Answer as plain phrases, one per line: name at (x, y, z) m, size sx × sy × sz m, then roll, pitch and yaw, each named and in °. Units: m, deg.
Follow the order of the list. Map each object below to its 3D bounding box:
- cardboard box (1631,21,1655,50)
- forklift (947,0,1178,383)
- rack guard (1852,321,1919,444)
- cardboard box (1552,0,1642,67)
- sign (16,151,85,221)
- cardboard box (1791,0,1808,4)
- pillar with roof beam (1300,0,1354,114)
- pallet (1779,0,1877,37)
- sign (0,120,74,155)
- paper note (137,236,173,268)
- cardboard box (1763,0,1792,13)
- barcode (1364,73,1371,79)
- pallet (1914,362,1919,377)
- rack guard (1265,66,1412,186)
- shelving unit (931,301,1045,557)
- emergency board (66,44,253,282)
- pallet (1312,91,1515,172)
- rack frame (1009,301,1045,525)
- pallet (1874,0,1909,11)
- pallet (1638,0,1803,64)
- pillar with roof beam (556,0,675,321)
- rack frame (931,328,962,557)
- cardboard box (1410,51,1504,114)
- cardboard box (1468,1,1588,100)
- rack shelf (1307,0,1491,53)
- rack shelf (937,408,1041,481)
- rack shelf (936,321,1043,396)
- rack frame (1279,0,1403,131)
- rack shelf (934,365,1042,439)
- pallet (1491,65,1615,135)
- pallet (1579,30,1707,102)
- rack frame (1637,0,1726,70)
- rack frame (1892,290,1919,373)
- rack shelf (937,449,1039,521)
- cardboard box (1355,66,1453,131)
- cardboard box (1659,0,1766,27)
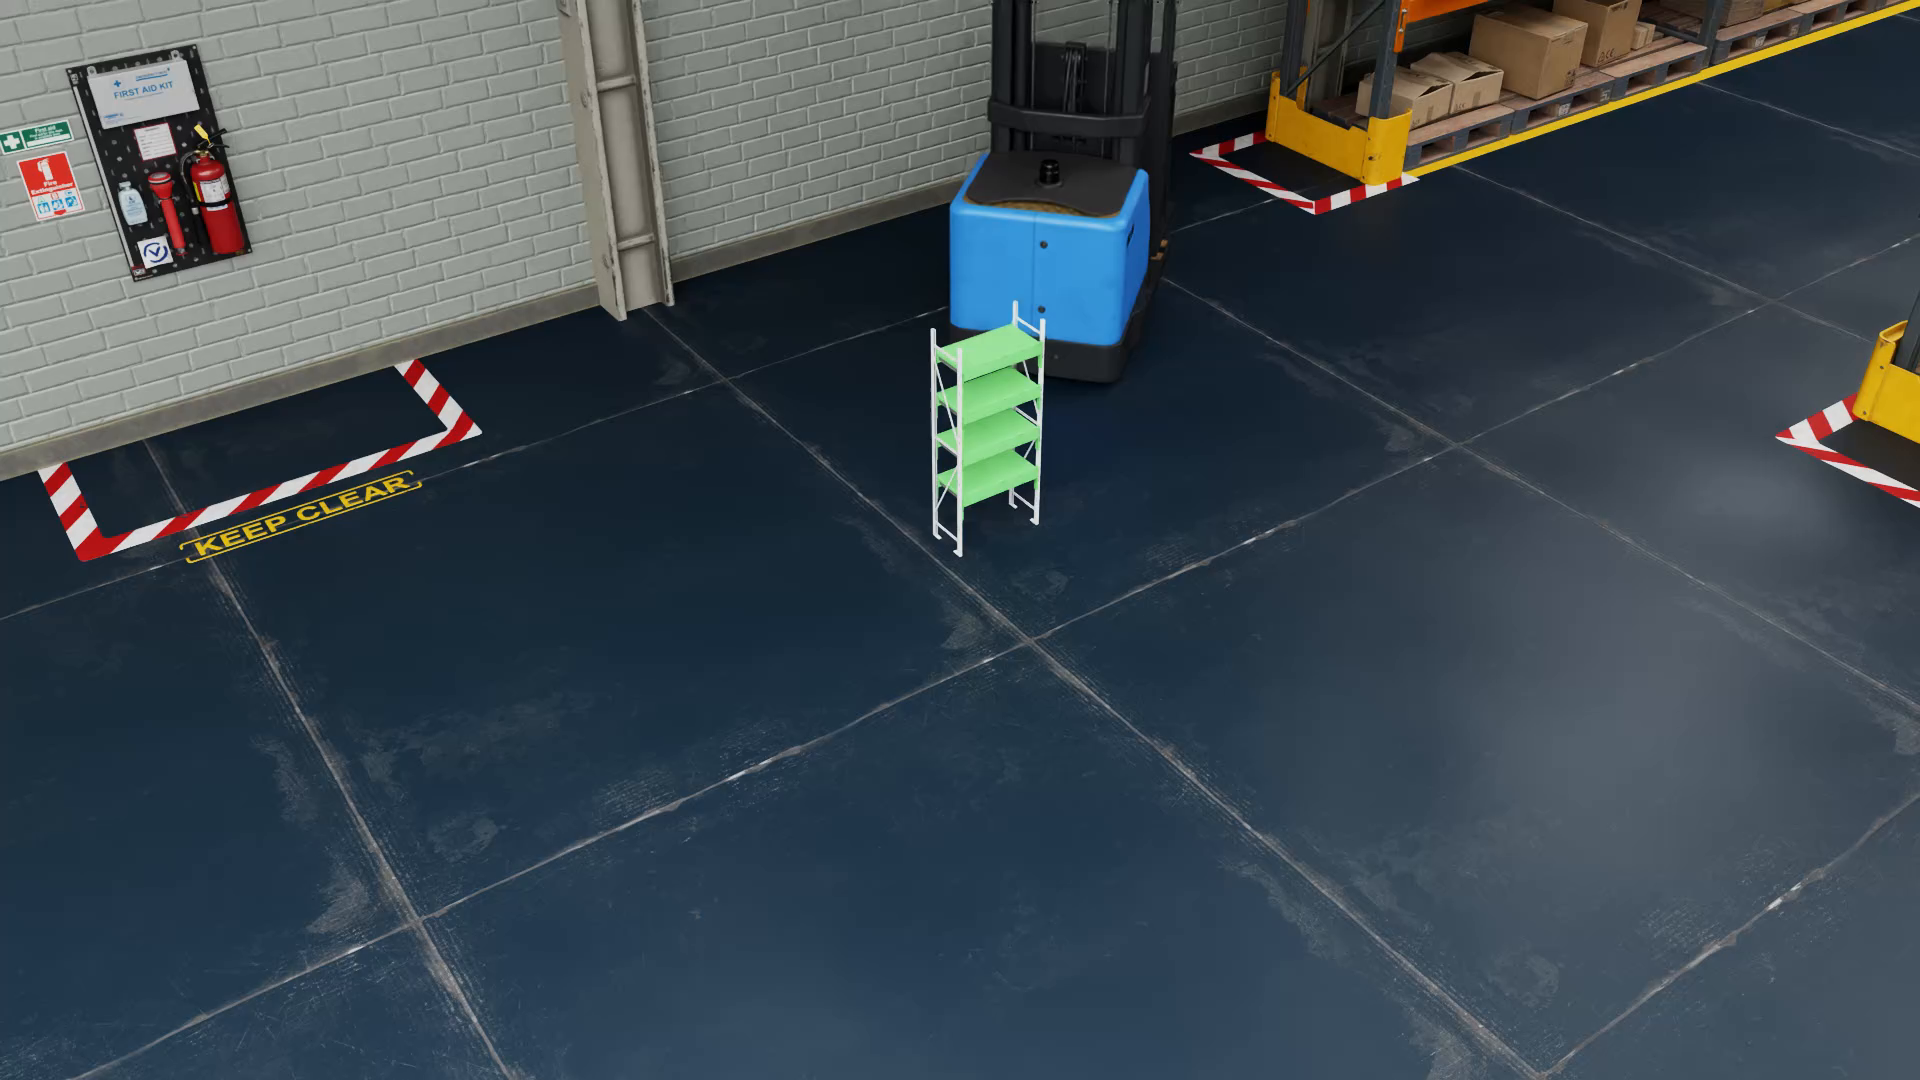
cardboard box at (5.606, -4.286, 14.004) m, size 0.250 × 0.166 × 0.380 m, roll -28°, pitch 44°, yaw -33°
forklift at (0.791, -2.969, 10.181) m, size 1.130 × 2.935 × 3.031 m, roll 9°, pitch 37°, yaw 12°
rack guard at (5.593, -0.721, 9.138) m, size 0.348 × 0.500 × 1.175 m, roll -22°, pitch 41°, yaw -28°
cardboard box at (5.200, -4.248, 13.665) m, size 0.500 × 0.500 × 0.500 m, roll -26°, pitch 43°, yaw -31°
sign at (-4.628, -1.802, 8.469) m, size 0.234 × 0.329 × 0.001 m, roll -22°, pitch 41°, yaw -28°
cardboard box at (7.452, -5.222, 15.019) m, size 0.500 × 0.500 × 0.700 m, roll -22°, pitch 41°, yaw -27°
pillar with roof beam at (5.310, -5.136, 7.997) m, size 0.400 × 9.000 × 9.100 m, roll -22°, pitch 41°, yaw -28°
pallet at (7.659, -4.995, 15.328) m, size 1.213 × 0.211 × 1.003 m, roll -22°, pitch 41°, yaw -28°
sign at (-4.619, -2.014, 8.310) m, size 0.331 × 0.109 × 0.001 m, roll -22°, pitch 41°, yaw -28°
paper note at (-4.301, -1.540, 8.890) m, size 0.142 × 0.148 × 0.016 m, roll -22°, pitch 41°, yaw -28°
cardboard box at (7.011, -5.069, 14.807) m, size 0.500 × 0.500 × 0.700 m, roll -23°, pitch 42°, yaw -29°
barcode at (3.158, -3.584, 12.896) m, size 0.075 × 0.075 × 0.001 m, roll -22°, pitch 41°, yaw -28°
pallet at (6.214, -0.889, 9.619) m, size 1.213 × 0.211 × 1.003 m, roll -22°, pitch 41°, yaw -28°
rack guard at (2.818, -3.118, 12.470) m, size 0.348 × 0.500 × 1.175 m, roll -22°, pitch 41°, yaw -28°
shelving unit at (0.135, -0.543, 8.290) m, size 0.503 × 1.200 × 0.258 m, roll -22°, pitch 41°, yaw -28°
emergency board at (-4.116, -1.924, 8.669) m, size 0.643 × 1.169 × 0.194 m, roll -22°, pitch 41°, yaw -28°
pallet at (3.503, -3.257, 12.911) m, size 1.213 × 0.211 × 1.003 m, roll -22°, pitch 41°, yaw -28°
rack frame at (0.335, -0.625, 8.405) m, size 0.015 × 1.200 × 0.240 m, roll -22°, pitch 41°, yaw -28°
pallet at (8.656, -5.403, 15.896) m, size 1.213 × 0.211 × 1.003 m, roll -22°, pitch 41°, yaw -28°
pallet at (6.661, -4.583, 14.754) m, size 1.213 × 0.211 × 1.003 m, roll -22°, pitch 41°, yaw -28°
pillar with roof beam at (0.406, -3.118, 5.191) m, size 0.400 × 9.000 × 9.100 m, roll -22°, pitch 41°, yaw -28°
rack frame at (-0.064, -0.461, 8.176) m, size 0.015 × 1.200 × 0.240 m, roll -22°, pitch 41°, yaw -28°
cardboard box at (3.839, -3.575, 12.892) m, size 0.500 × 0.311 × 0.500 m, roll -19°, pitch 40°, yaw -24°
cardboard box at (4.468, -3.875, 13.146) m, size 0.500 × 0.500 × 0.700 m, roll -25°, pitch 43°, yaw -31°
rack shelf at (4.391, -4.487, 12.850) m, size 4.000 × 0.370 × 1.077 m, roll -22°, pitch 41°, yaw -28°
rack shelf at (0.135, -0.491, 8.328) m, size 0.480 × 0.148 × 0.258 m, roll -22°, pitch 41°, yaw -28°
rack shelf at (0.135, -0.881, 8.047) m, size 0.480 × 0.148 × 0.258 m, roll -22°, pitch 41°, yaw -28°
rack frame at (2.756, -4.107, 11.704) m, size 0.127 × 3.000 × 1.000 m, roll -22°, pitch 41°, yaw -28°
rack shelf at (0.135, -0.686, 8.188) m, size 0.480 × 0.148 × 0.258 m, roll -22°, pitch 41°, yaw -28°
pallet at (4.499, -3.665, 13.478) m, size 1.213 × 0.211 × 1.003 m, roll -22°, pitch 41°, yaw -28°
pallet at (5.497, -4.077, 14.052) m, size 1.213 × 0.211 × 1.003 m, roll -22°, pitch 41°, yaw -28°
rack frame at (6.026, -5.452, 13.575) m, size 0.127 × 3.000 × 1.000 m, roll -22°, pitch 41°, yaw -28°
rack frame at (5.613, -1.744, 8.419) m, size 0.127 × 3.000 × 1.000 m, roll -22°, pitch 41°, yaw -28°
rack shelf at (0.135, -0.296, 8.468) m, size 0.480 × 0.148 × 0.258 m, roll -22°, pitch 41°, yaw -28°
cardboard box at (3.373, -3.384, 12.625) m, size 0.500 × 0.311 × 0.500 m, roll -28°, pitch 44°, yaw -33°
cardboard box at (6.618, -4.871, 14.532) m, size 0.500 × 0.500 × 0.700 m, roll -21°, pitch 41°, yaw -26°
